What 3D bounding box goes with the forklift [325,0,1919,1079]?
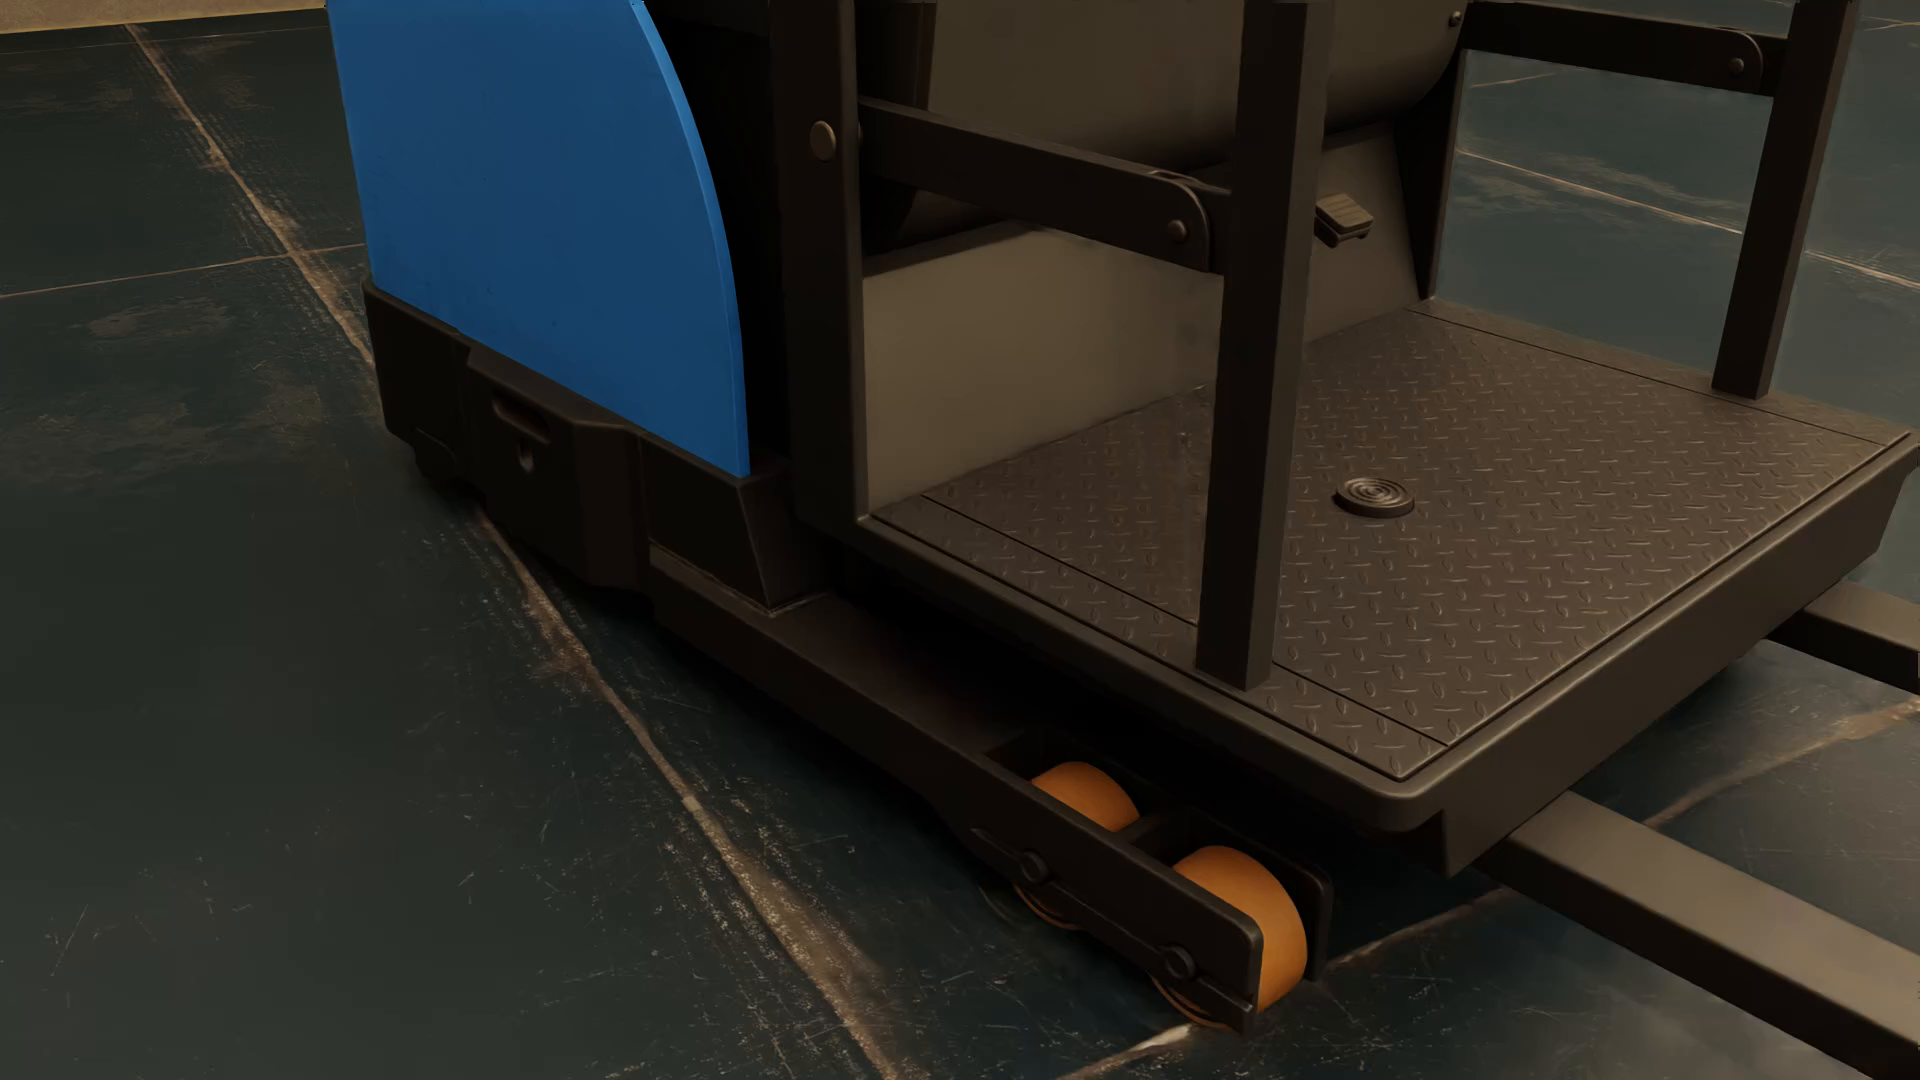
[{"bbox_3d":[0.424,-1.106,1.441,1.130,2.935,3.031,-23,35,-37],"label":"forklift"}]
